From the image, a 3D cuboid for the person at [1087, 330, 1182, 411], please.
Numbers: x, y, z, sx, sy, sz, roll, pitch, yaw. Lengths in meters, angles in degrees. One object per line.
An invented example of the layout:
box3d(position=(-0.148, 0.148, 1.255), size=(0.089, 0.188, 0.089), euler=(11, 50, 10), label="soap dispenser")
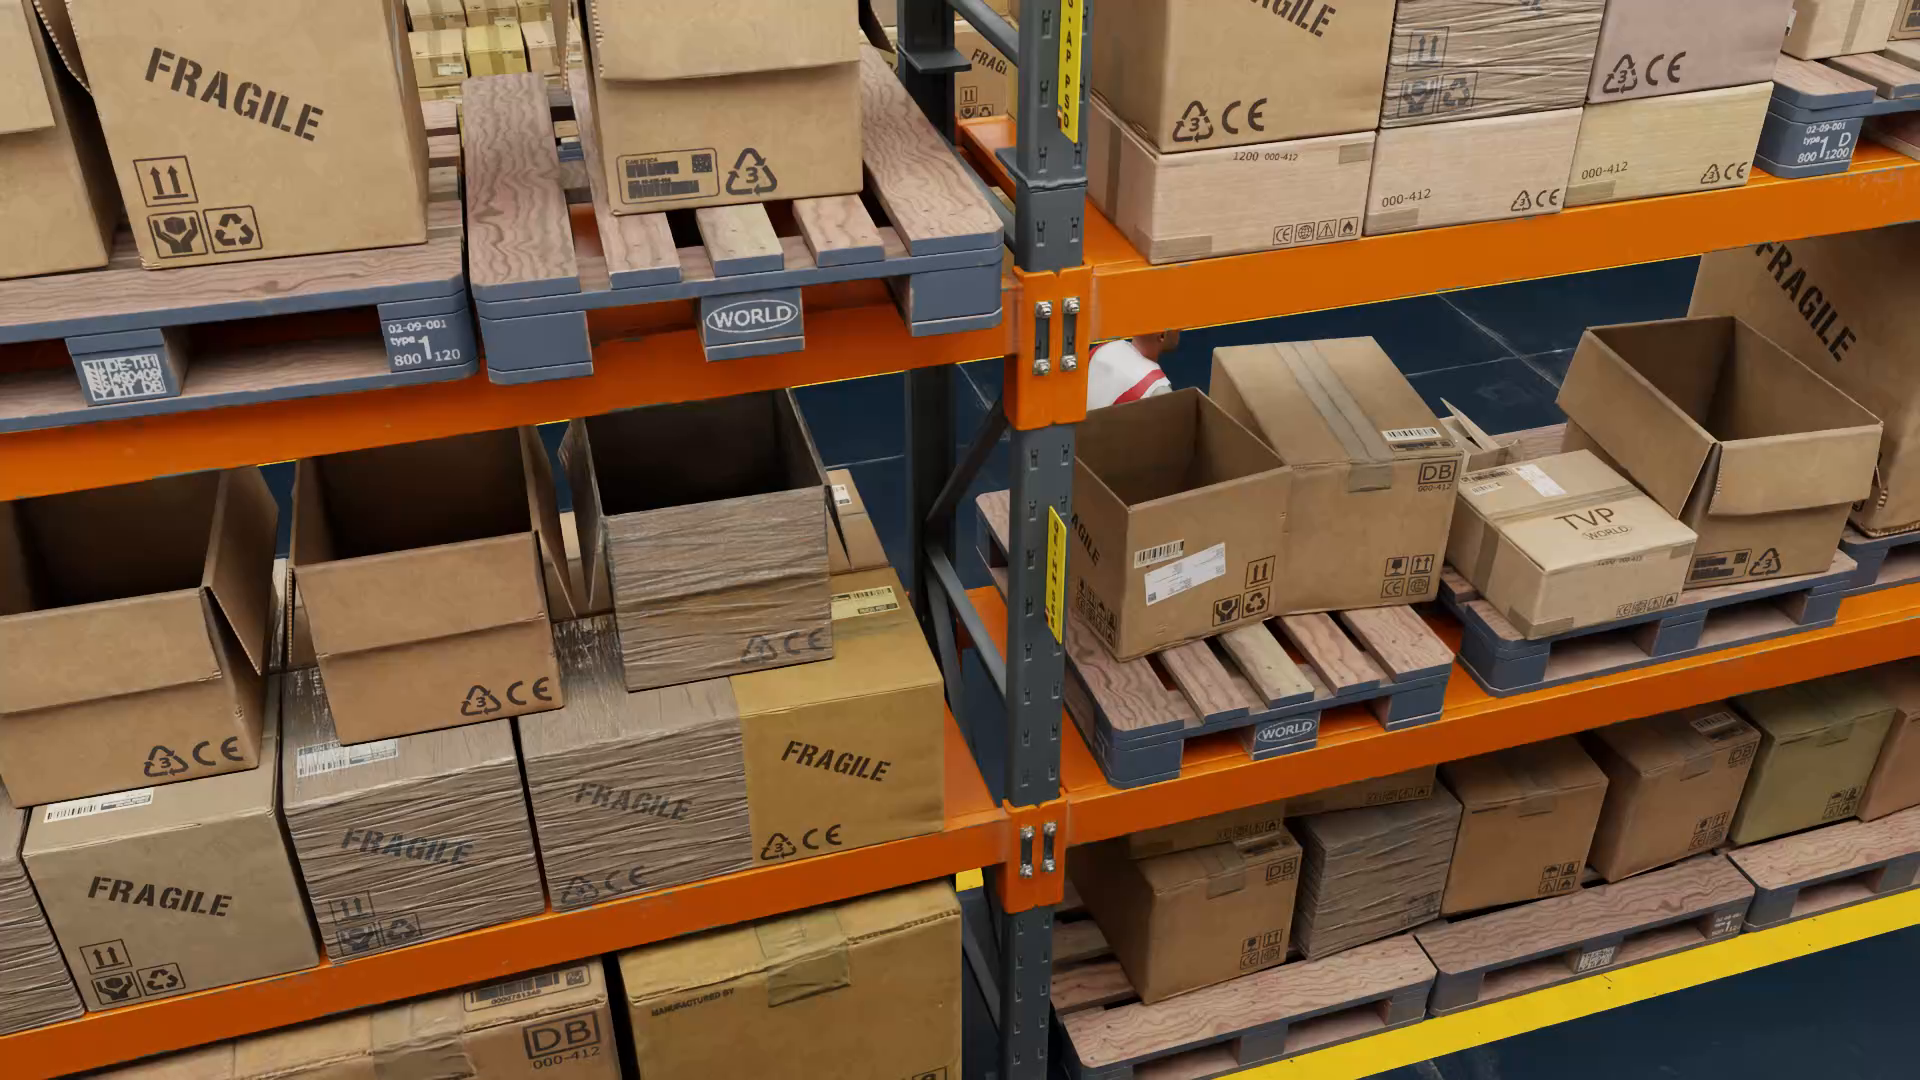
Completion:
box3d(position=(0.656, -0.153, 6.356), size=(0.446, 1.780, 0.620), euler=(-12, 35, -17), label="person")
